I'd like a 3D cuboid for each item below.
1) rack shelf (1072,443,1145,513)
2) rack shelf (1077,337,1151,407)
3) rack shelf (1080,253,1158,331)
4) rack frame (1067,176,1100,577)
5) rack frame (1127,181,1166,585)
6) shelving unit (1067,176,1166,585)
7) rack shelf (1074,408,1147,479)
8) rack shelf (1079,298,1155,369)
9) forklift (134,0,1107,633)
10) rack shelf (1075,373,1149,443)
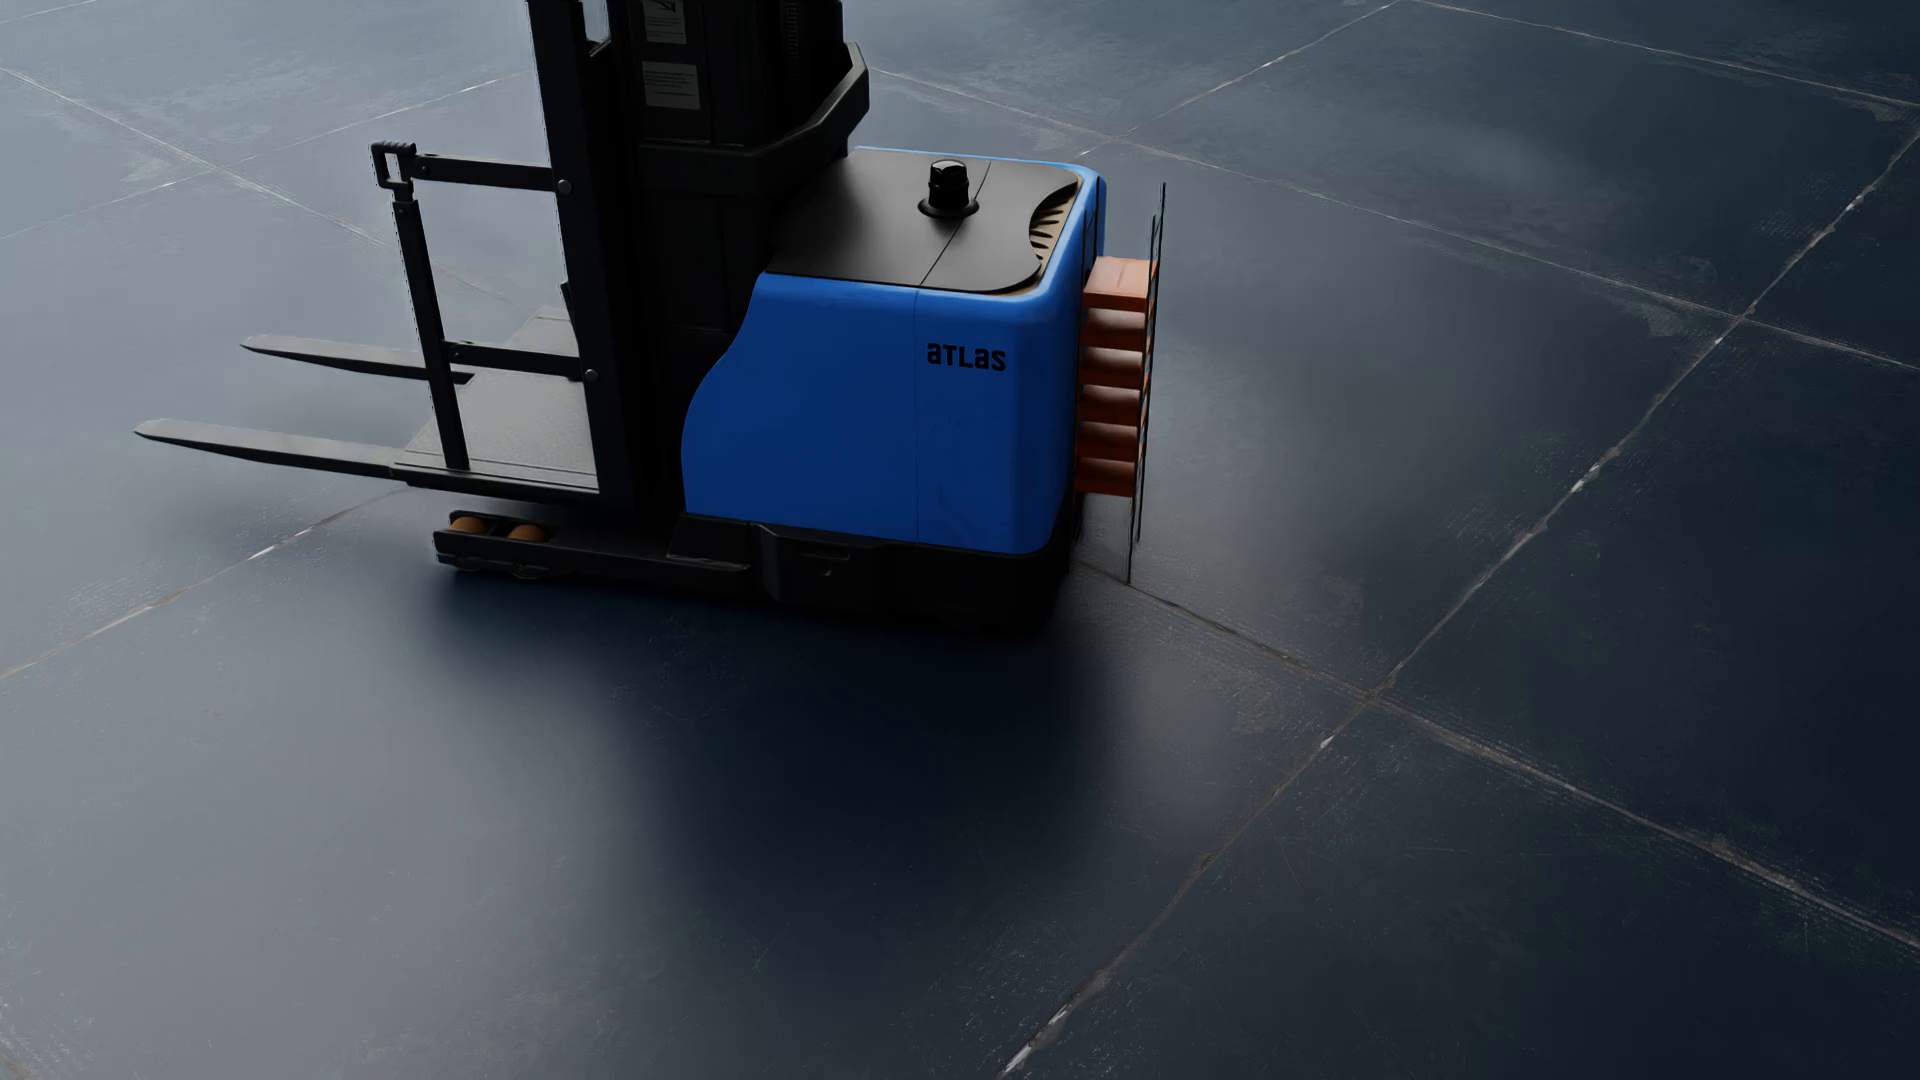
[{"bbox_3d":[0.447,-0.201,4.985,0.180,0.103,0.258,7,35,11],"label":"rack shelf"},{"bbox_3d":[0.447,-0.497,4.781,0.180,0.103,0.258,7,35,11],"label":"rack shelf"},{"bbox_3d":[0.447,-0.695,4.645,0.180,0.103,0.258,7,35,11],"label":"rack shelf"},{"bbox_3d":[0.358,-0.447,4.840,0.006,1.200,0.240,7,35,11],"label":"rack frame"},{"bbox_3d":[0.536,-0.423,4.807,0.006,1.200,0.240,7,35,11],"label":"rack frame"},{"bbox_3d":[0.447,-0.435,4.824,0.189,1.200,0.258,7,35,11],"label":"shelving unit"},{"bbox_3d":[0.447,-0.299,4.917,0.180,0.103,0.258,7,35,11],"label":"rack shelf"},{"bbox_3d":[0.447,-0.596,4.713,0.180,0.103,0.258,7,35,11],"label":"rack shelf"},{"bbox_3d":[-1.120,-1.369,4.655,3.031,2.935,1.130,7,35,11],"label":"forklift"},{"bbox_3d":[0.447,-0.398,4.849,0.180,0.103,0.258,7,35,11],"label":"rack shelf"}]
